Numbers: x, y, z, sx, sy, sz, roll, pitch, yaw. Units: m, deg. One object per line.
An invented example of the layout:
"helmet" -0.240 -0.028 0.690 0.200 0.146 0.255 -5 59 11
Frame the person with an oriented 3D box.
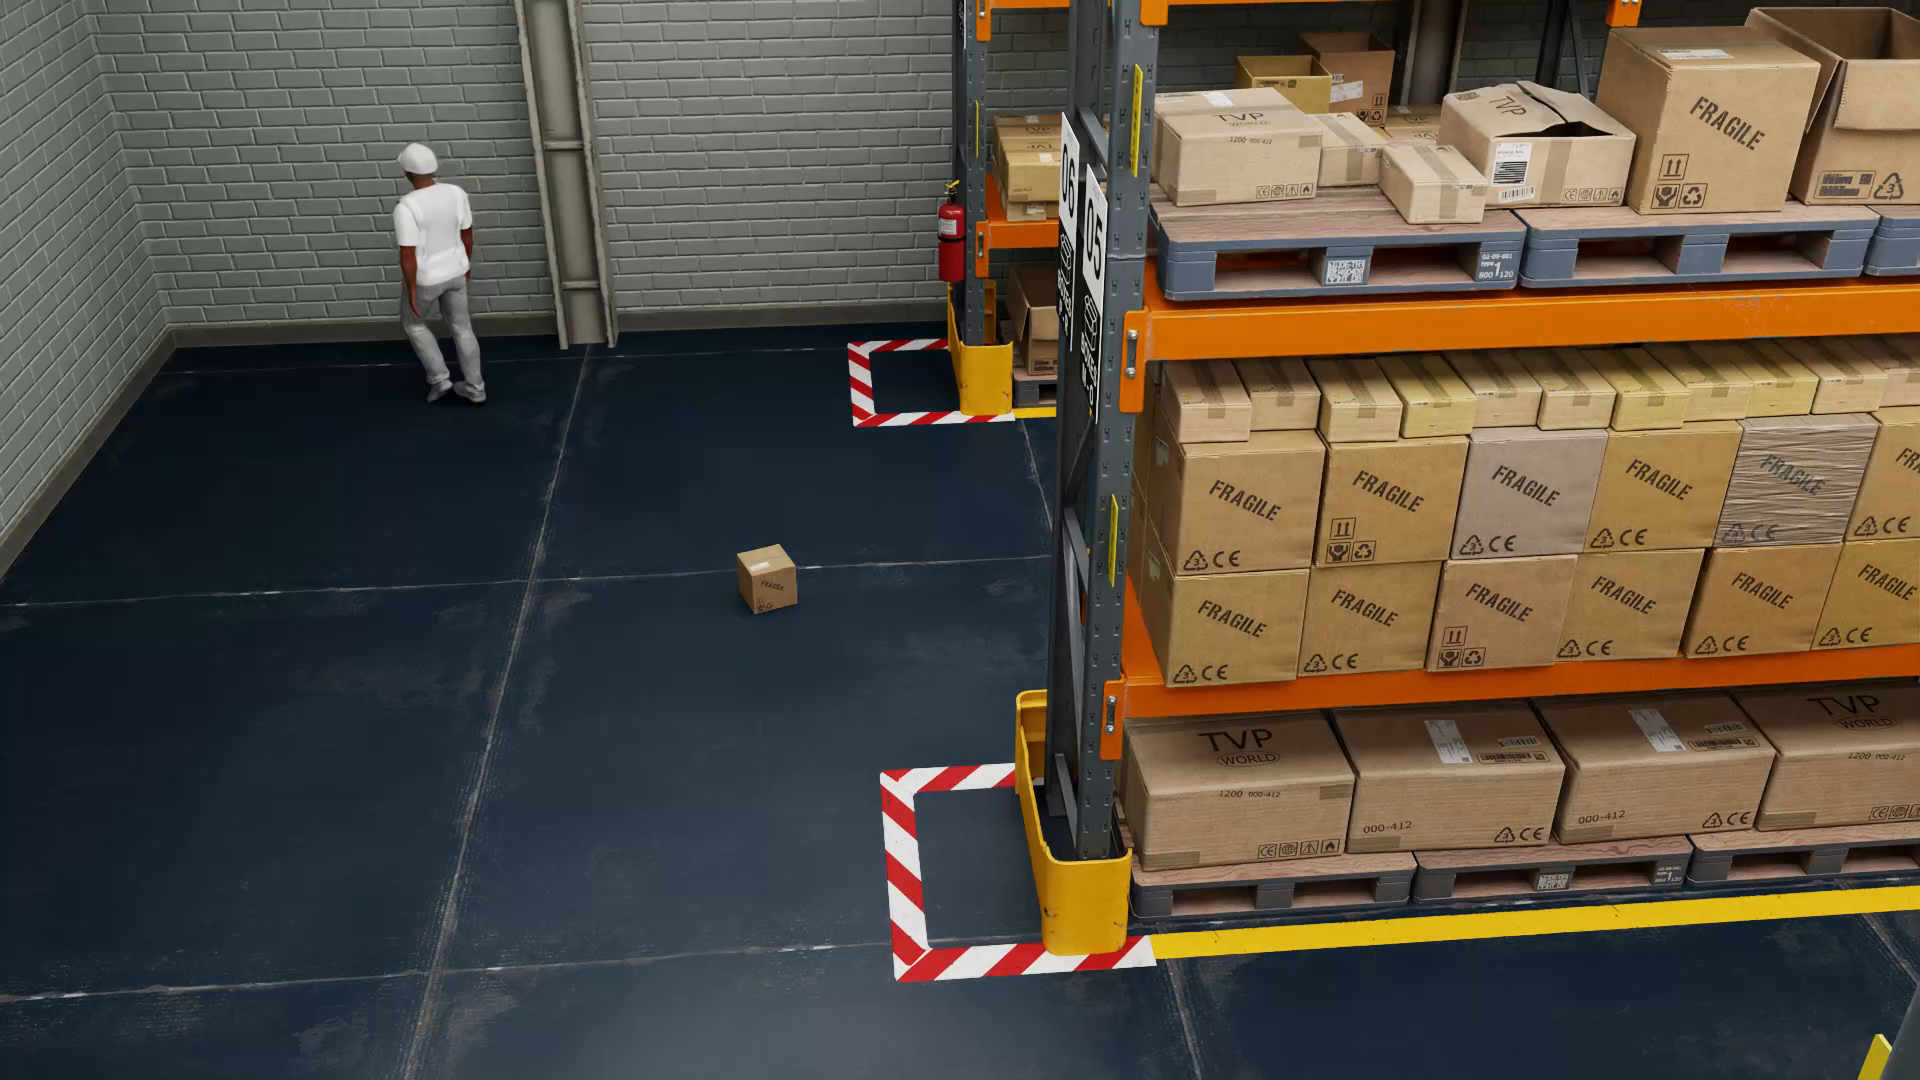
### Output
"person" -3.420 -1.715 10.888 0.513 1.819 0.587 26 39 36
